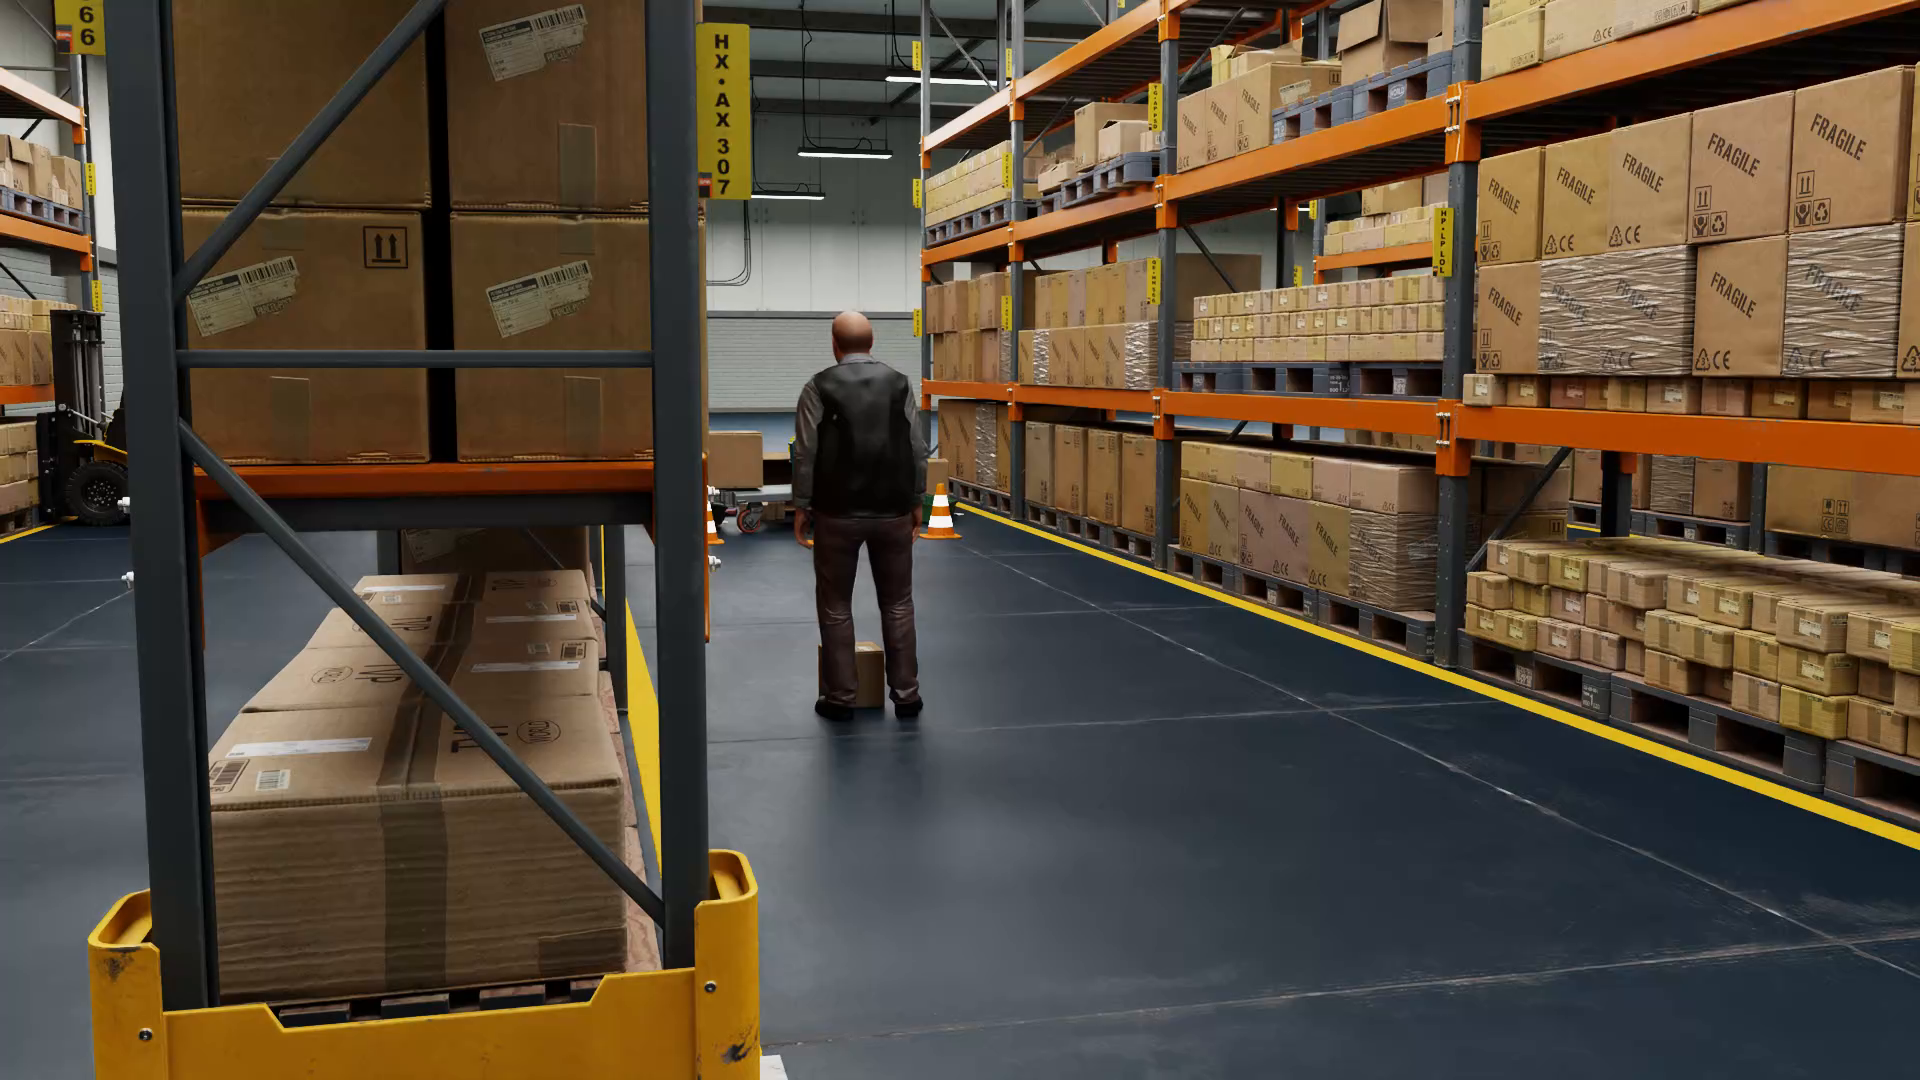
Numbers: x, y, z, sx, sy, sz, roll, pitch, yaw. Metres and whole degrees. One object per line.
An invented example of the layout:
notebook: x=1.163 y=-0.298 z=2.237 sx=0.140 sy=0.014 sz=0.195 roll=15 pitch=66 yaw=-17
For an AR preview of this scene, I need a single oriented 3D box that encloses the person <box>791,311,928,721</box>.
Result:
person: x=-0.424 y=-0.105 z=7.053 sx=0.594 sy=1.719 sz=0.374 roll=-2 pitch=6 yaw=-17
